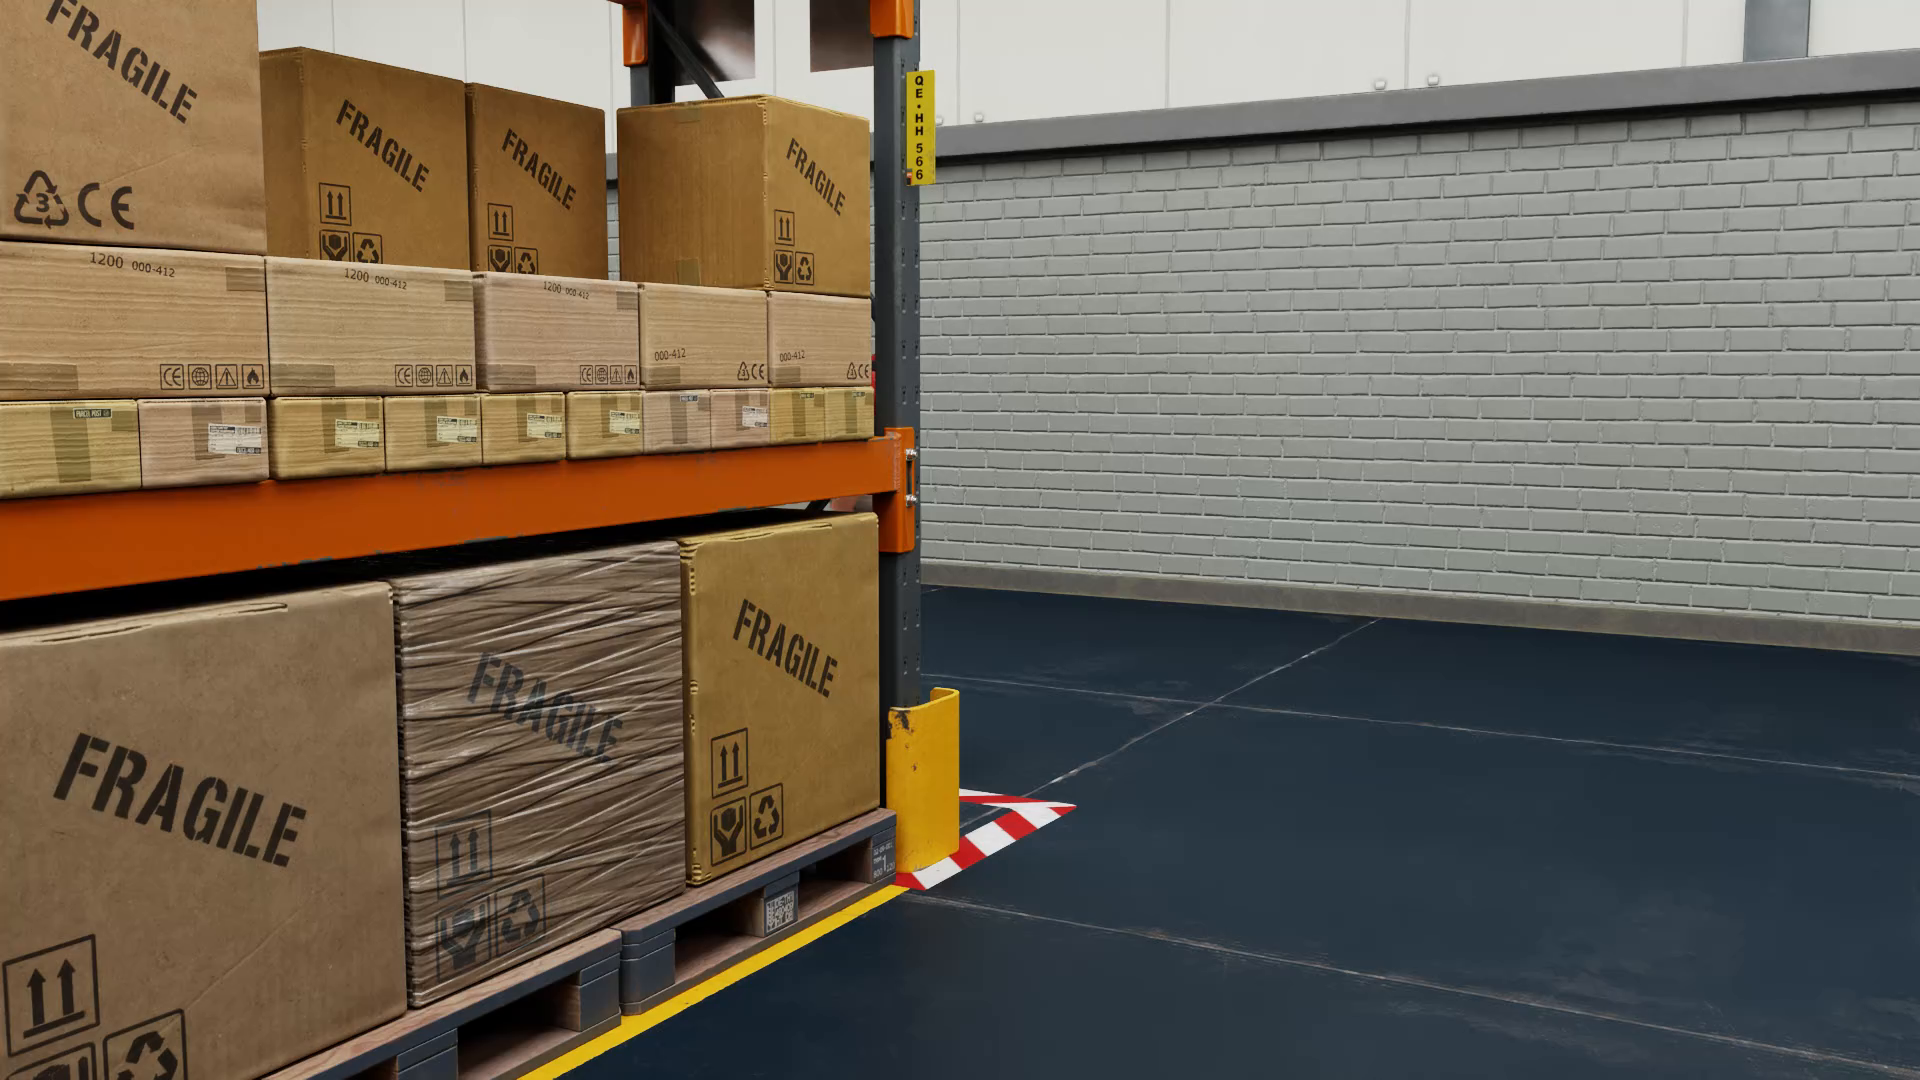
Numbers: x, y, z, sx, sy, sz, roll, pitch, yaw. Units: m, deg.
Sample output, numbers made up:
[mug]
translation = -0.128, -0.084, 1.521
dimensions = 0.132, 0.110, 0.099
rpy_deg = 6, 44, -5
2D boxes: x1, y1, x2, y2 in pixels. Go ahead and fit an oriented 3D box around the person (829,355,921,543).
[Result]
[person]
translation = -0.363, -0.014, 6.324
dimensions = 0.387, 1.728, 0.607
rpy_deg = 2, 6, 19
